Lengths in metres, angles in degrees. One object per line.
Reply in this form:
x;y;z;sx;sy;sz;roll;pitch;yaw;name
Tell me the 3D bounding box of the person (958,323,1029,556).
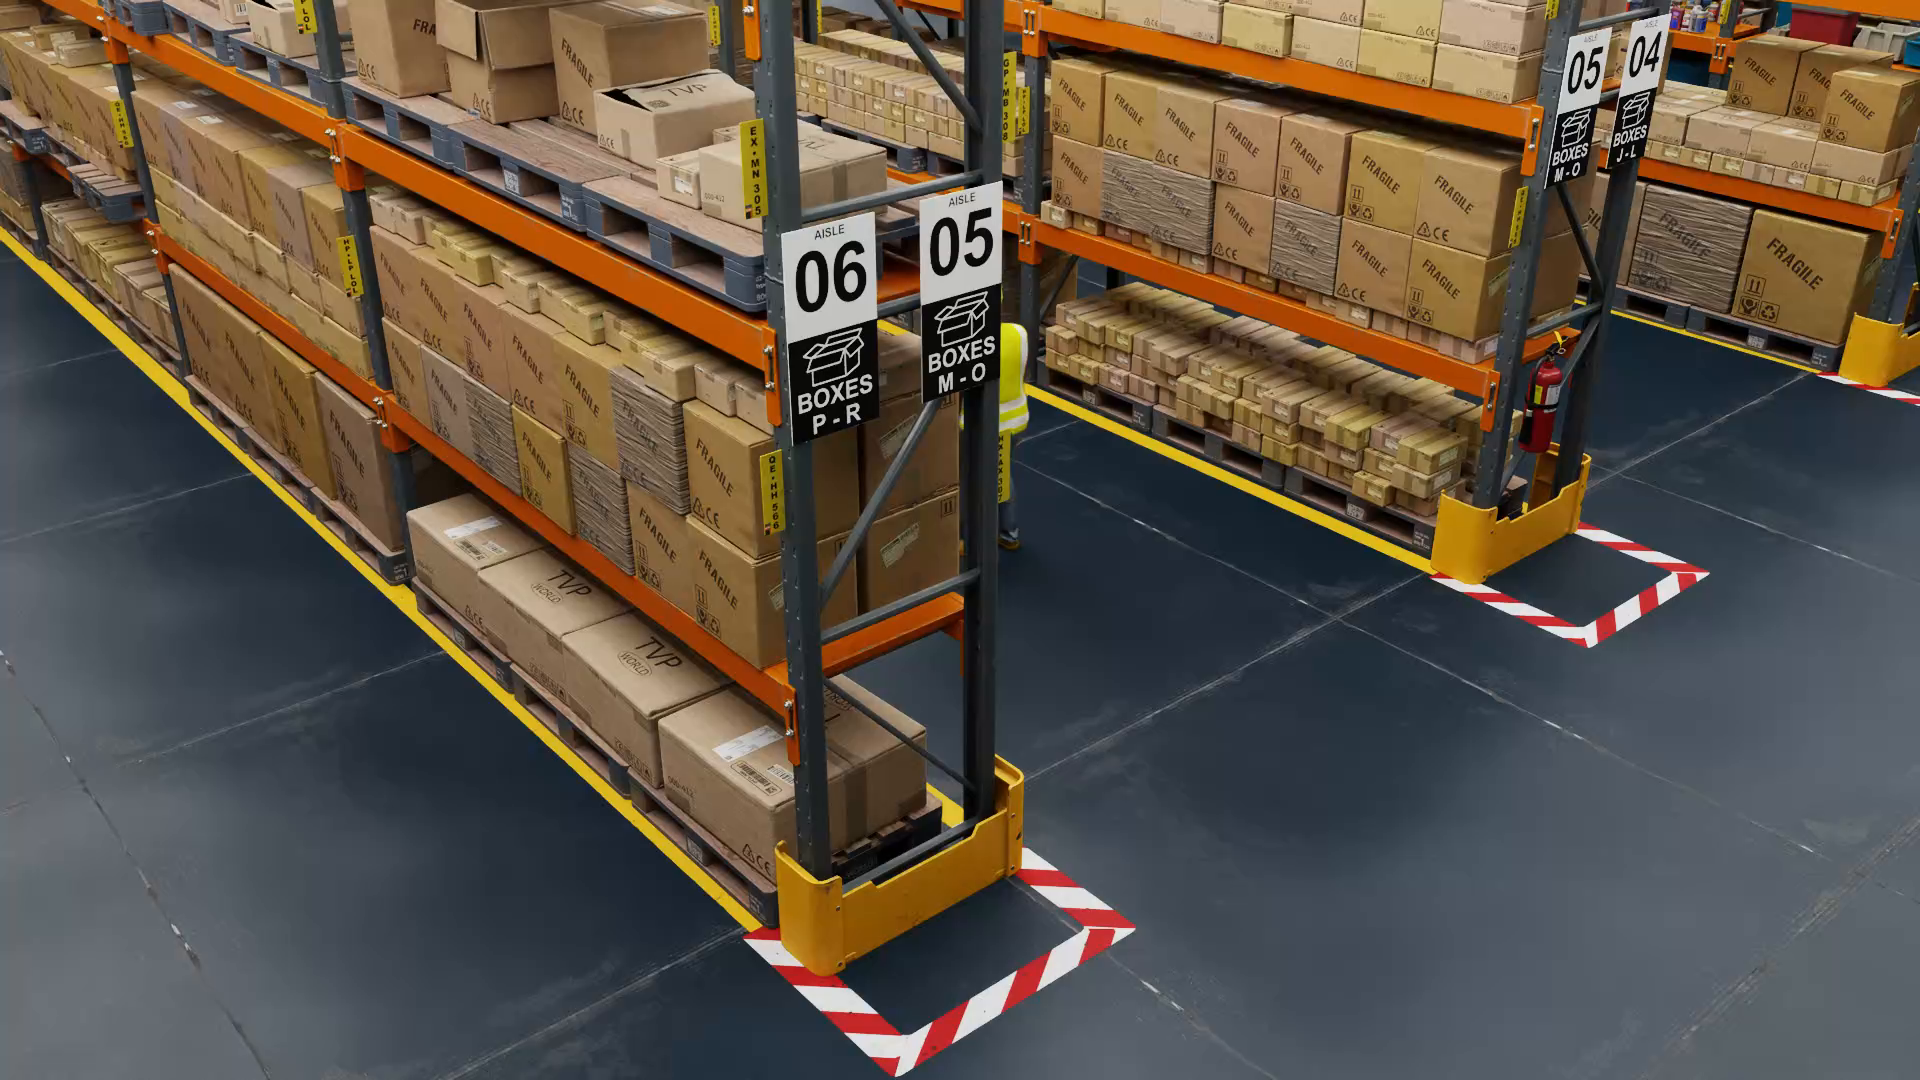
0.140;-0.697;9.962;0.591;1.717;0.453;-21;34;-34;person
